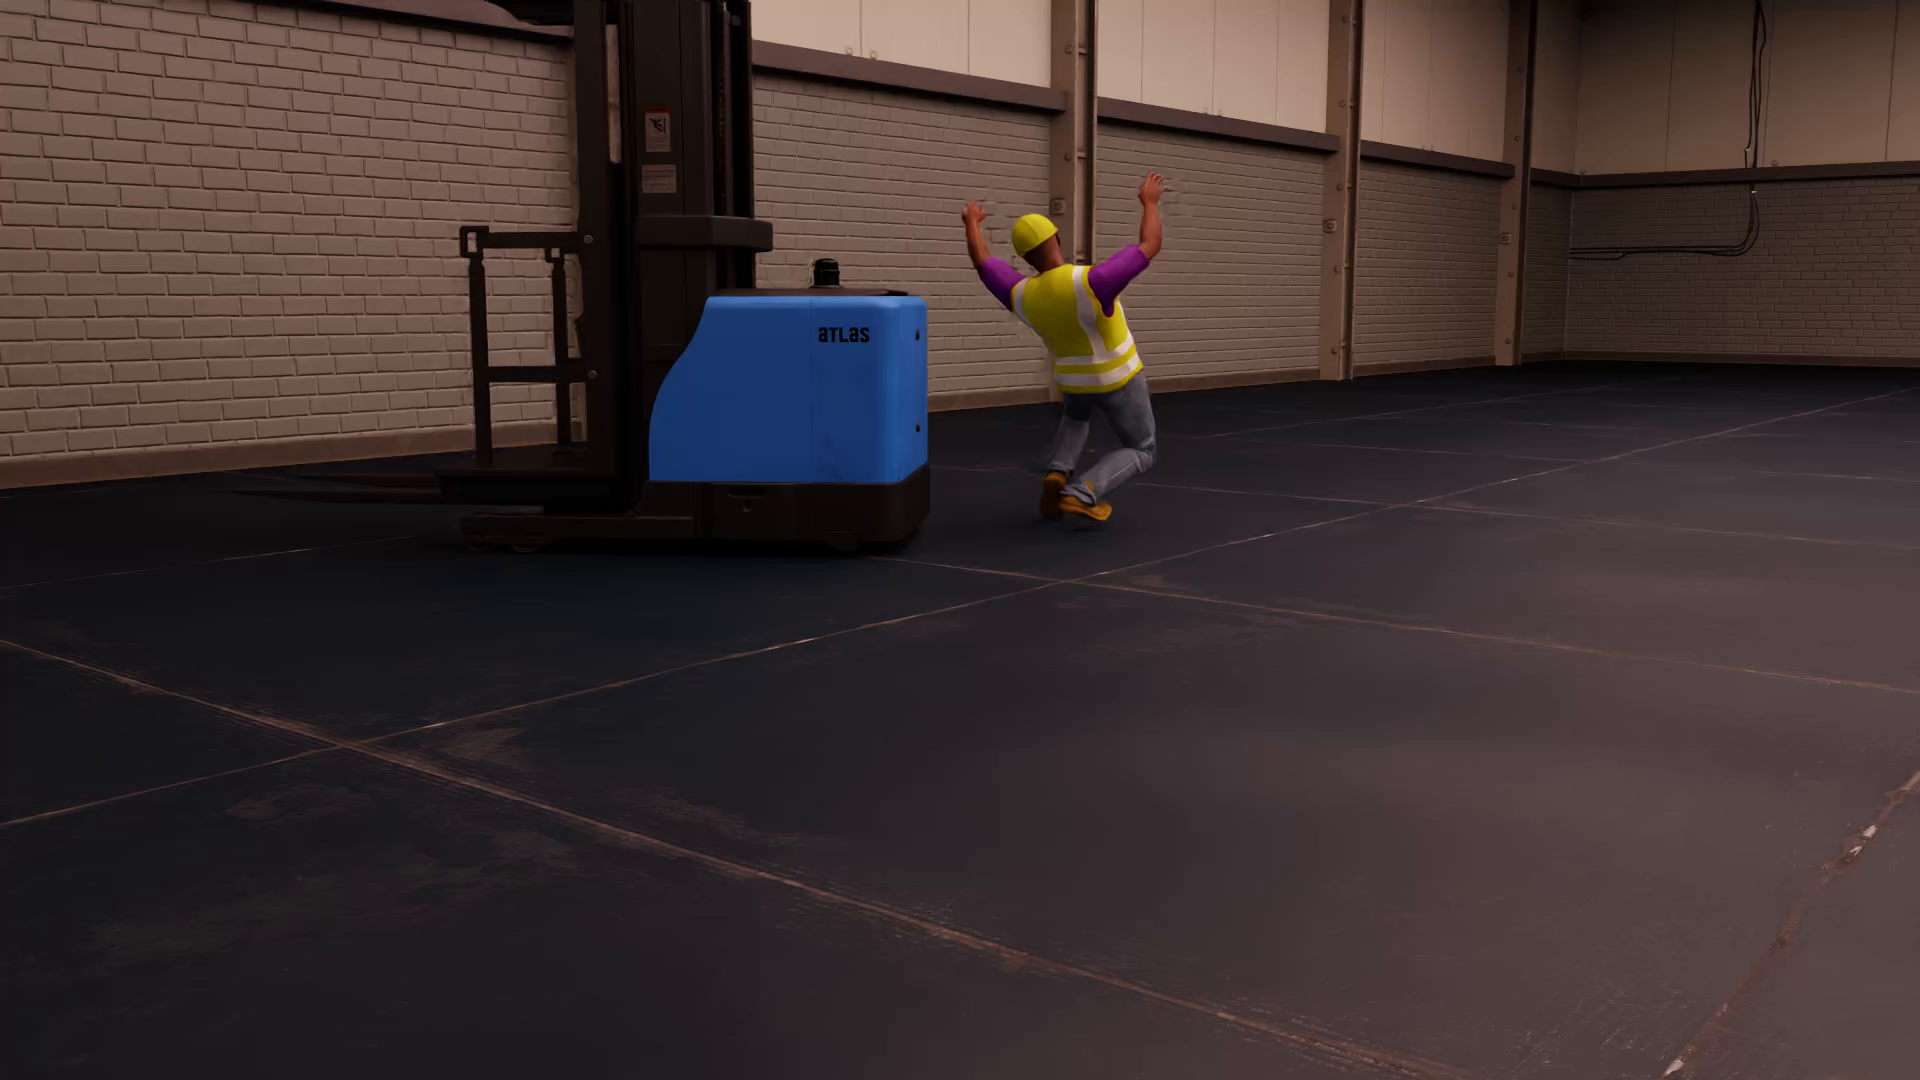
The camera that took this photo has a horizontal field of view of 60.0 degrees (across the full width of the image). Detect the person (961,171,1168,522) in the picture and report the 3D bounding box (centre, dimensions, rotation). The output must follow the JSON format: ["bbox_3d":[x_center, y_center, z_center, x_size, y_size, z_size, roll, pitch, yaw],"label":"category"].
[{"bbox_3d":[0.465,-0.891,7.864,1.083,1.662,0.807,7,11,40],"label":"person"}]

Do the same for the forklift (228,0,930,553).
[{"bbox_3d":[-1.691,-1.470,7.324,3.031,2.935,1.130,1,8,6],"label":"forklift"}]
